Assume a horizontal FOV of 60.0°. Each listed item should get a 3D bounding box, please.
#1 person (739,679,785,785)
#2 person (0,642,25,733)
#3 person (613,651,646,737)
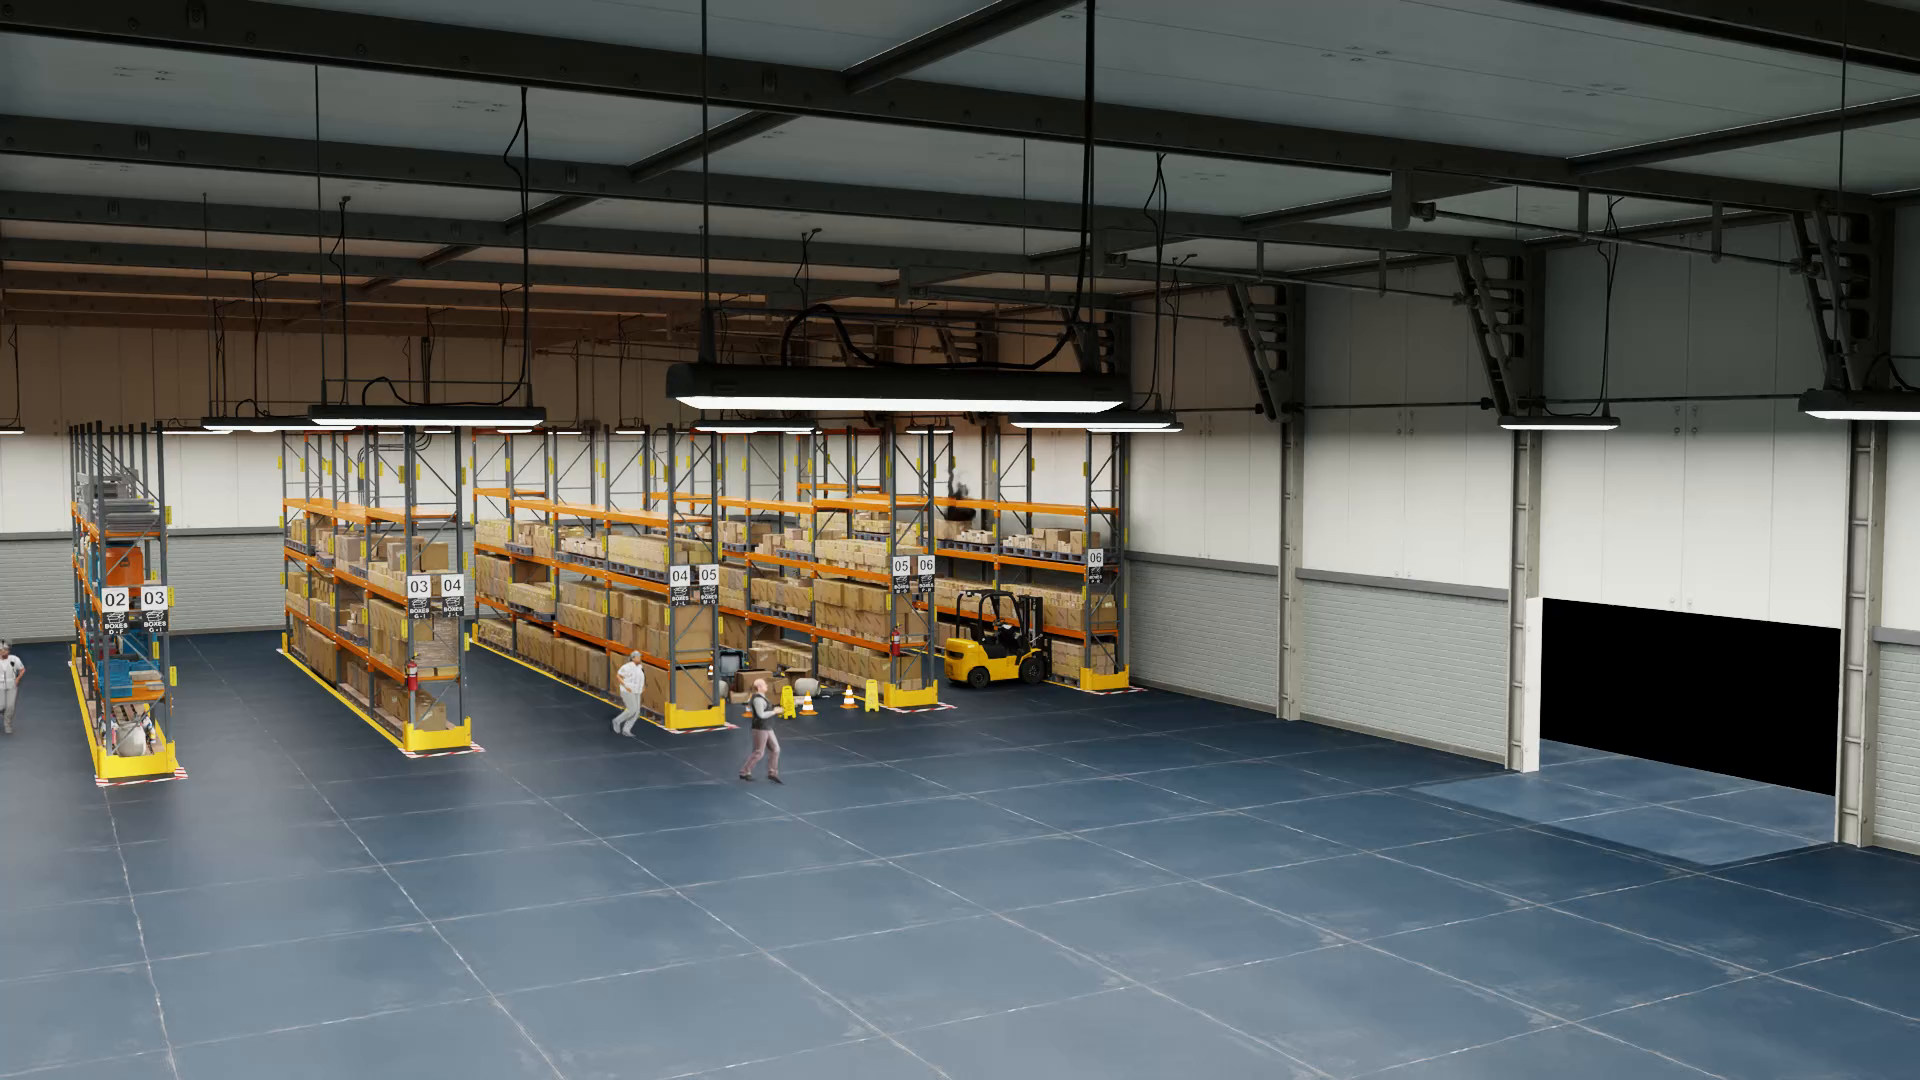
[{"bbox_3d":[-3.261,3.166,27.334,0.742,1.775,0.643,0,4,2],"label":"person"},{"bbox_3d":[-18.576,2.855,32.403,0.653,1.758,0.647,-2,4,-31],"label":"person"},{"bbox_3d":[-6.323,2.954,32.022,0.516,1.637,0.662,2,4,28],"label":"person"}]
